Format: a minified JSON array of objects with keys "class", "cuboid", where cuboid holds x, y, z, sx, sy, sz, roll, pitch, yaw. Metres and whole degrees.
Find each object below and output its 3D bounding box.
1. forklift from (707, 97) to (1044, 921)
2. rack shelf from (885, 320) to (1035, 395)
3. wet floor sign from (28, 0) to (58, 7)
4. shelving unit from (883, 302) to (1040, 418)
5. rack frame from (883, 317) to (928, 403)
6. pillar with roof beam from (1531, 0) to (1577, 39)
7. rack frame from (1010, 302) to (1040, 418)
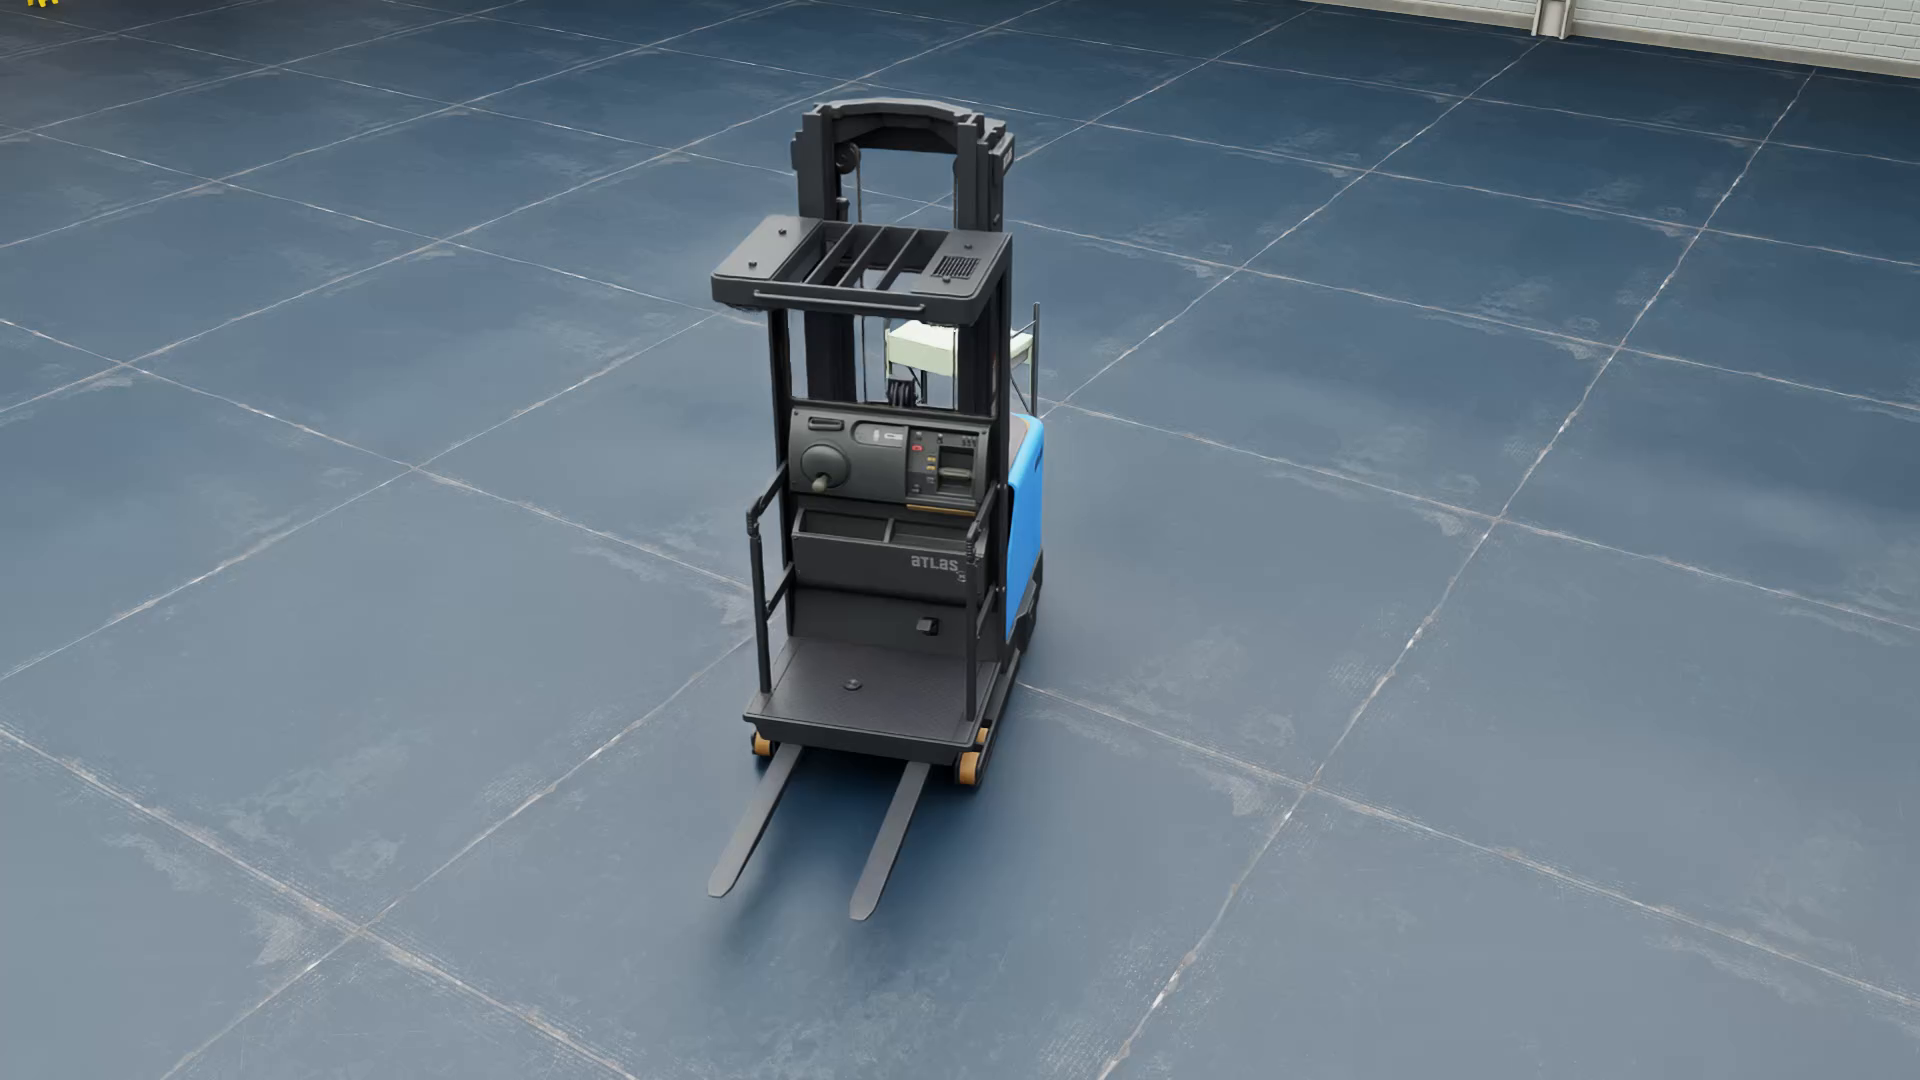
[{"class":"forklift","cuboid":[-0.373,-0.324,7.397,1.130,2.935,3.031,7,31,11]},{"class":"rack shelf","cuboid":[0.006,-0.983,9.172,0.720,0.370,0.431,18,35,27]},{"class":"wet floor sign","cuboid":[-12.008,-7.297,21.617,0.232,0.644,0.267,12,32,19]},{"class":"shelving unit","cuboid":[0.006,-0.646,9.369,0.755,1.500,0.431,18,35,27]},{"class":"rack frame","cuboid":[-0.304,-0.744,9.537,0.023,1.500,0.400,18,35,27]},{"class":"pillar with roof beam","cuboid":[4.943,-8.238,14.941,0.400,9.000,9.100,18,35,27]},{"class":"rack frame","cuboid":[0.316,-0.548,9.201,0.023,1.500,0.400,18,35,27]}]
